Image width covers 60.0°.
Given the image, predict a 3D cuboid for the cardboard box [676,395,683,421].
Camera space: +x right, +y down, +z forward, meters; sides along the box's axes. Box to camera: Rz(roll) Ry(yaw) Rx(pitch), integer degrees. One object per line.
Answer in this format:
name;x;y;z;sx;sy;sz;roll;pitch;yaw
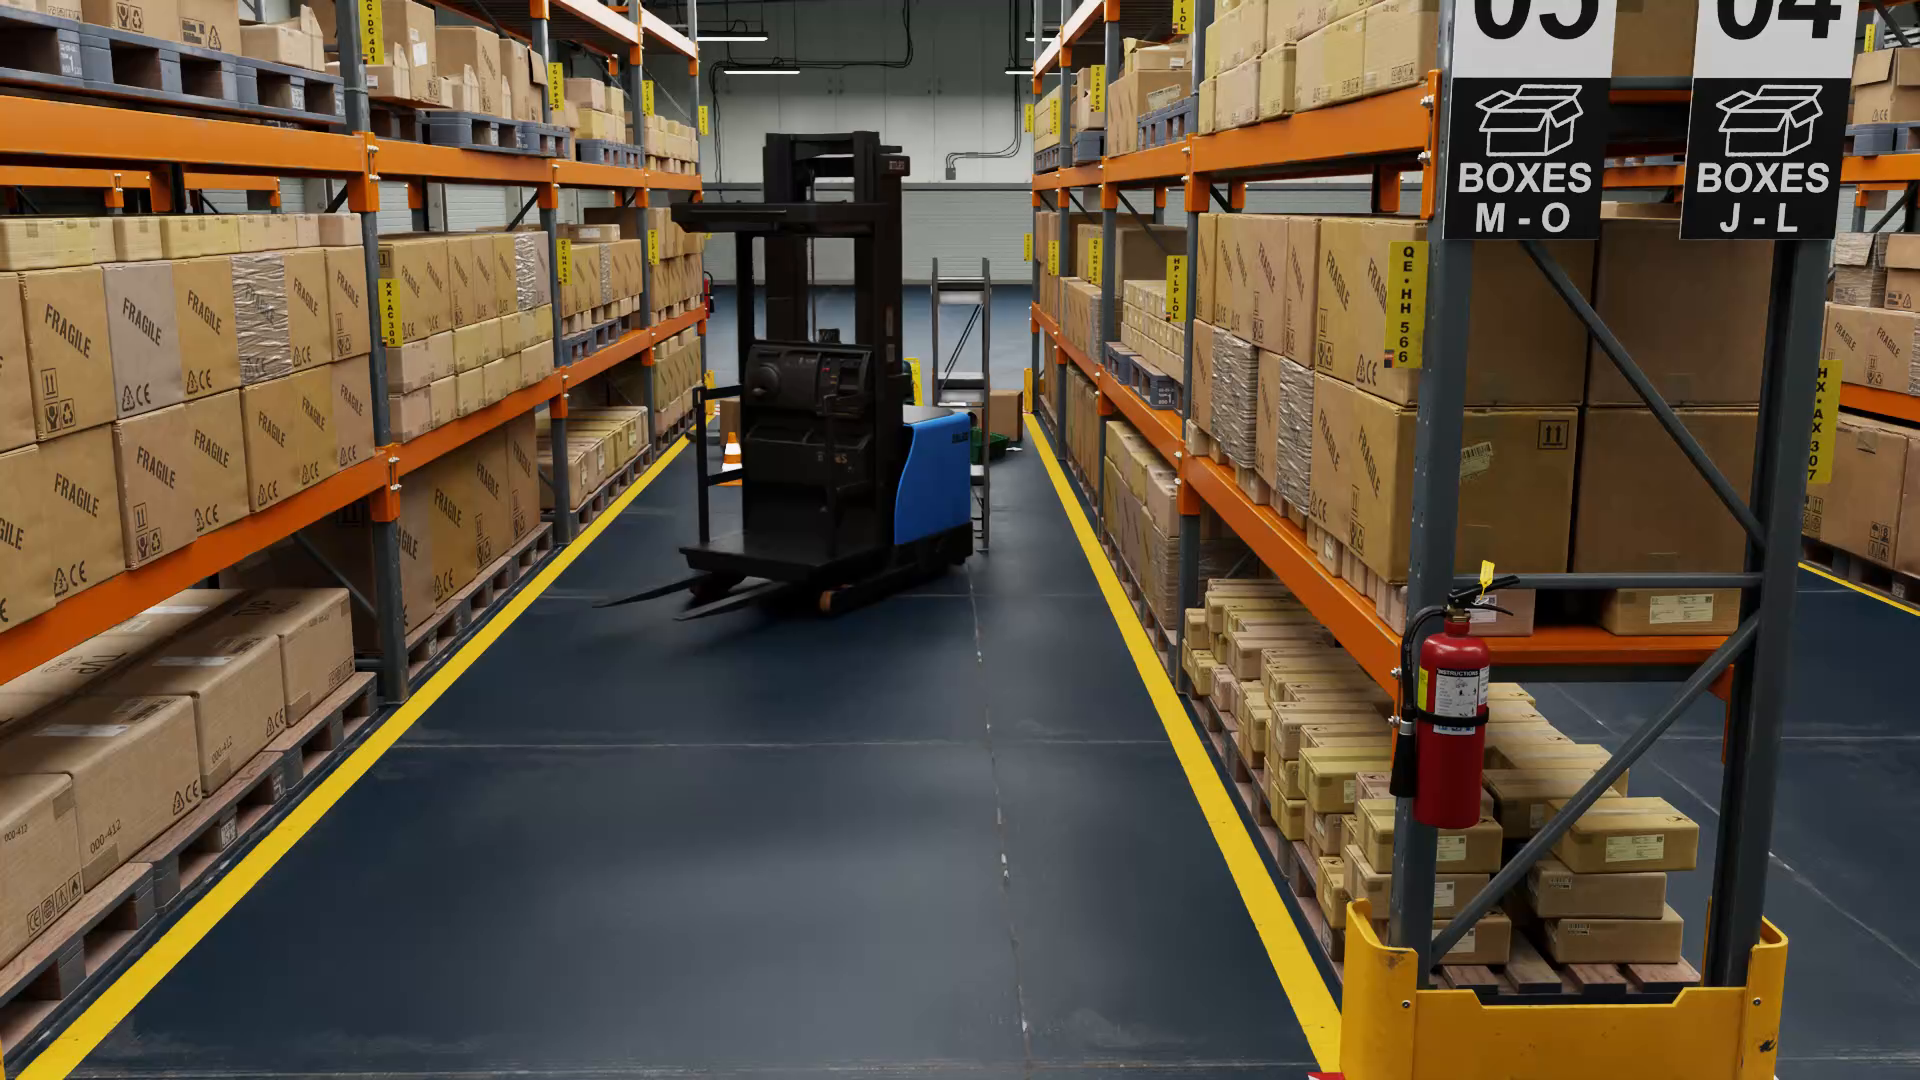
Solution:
cardboard box;-3.264;-1.416;17.856;0.500;0.250;0.500;0;11;-2

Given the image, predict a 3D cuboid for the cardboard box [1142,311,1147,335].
cardboard box;1.379;-1.398;10.736;0.380;0.149;0.250;0;11;-1

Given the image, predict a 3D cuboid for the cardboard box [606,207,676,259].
cardboard box;-3.267;-3.103;16.796;0.700;0.500;0.500;0;11;-1

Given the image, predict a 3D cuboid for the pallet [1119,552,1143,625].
pallet;1.580;0.290;10.597;1.003;0.211;1.213;0;11;-1

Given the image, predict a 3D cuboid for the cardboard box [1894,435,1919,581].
cardboard box;6.534;-0.148;10.032;1.225;0.875;0.875;-1;11;-3

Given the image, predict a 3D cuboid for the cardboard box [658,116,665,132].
cardboard box;-3.176;-4.186;16.732;0.380;0.149;0.250;0;11;-2

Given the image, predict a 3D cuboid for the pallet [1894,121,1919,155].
pallet;6.597;-2.501;10.274;1.003;0.211;1.213;0;11;1

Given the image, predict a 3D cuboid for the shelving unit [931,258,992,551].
shelving unit;0.003;-0.996;12.188;0.431;2.100;0.503;0;11;-1

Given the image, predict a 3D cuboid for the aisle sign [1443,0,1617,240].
aisle sign;1.410;-1.142;4.103;0.394;0.787;0.004;0;11;-1

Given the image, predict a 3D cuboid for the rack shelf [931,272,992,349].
rack shelf;0.003;-1.669;12.052;0.431;0.518;0.480;0;11;-1

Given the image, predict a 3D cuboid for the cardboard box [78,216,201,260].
cardboard box;-2.959;-1.080;5.940;0.380;0.149;0.250;-1;11;-3

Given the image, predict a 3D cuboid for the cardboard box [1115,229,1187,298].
cardboard box;1.544;-2.102;12.609;0.700;0.500;0.500;0;11;-1

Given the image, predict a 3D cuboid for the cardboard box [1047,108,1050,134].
cardboard box;1.175;-4.363;17.295;0.500;0.250;0.500;0;11;-2

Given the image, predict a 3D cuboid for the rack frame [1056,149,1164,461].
rack frame;1.461;-2.269;16.197;1.000;3.000;0.127;0;11;-1

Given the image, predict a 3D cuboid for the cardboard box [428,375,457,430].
cardboard box;-3.078;-0.756;9.118;0.500;0.250;0.500;-1;11;-3

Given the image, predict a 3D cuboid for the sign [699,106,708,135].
sign;-3.014;-4.926;19.523;0.100;0.325;0.005;0;11;-1

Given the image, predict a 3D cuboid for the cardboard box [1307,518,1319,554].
cardboard box;1.427;-0.026;5.776;0.380;0.149;0.250;-1;11;-4

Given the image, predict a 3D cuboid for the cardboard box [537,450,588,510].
cardboard box;-3.405;-0.463;12.852;0.950;0.372;0.625;-1;12;-5

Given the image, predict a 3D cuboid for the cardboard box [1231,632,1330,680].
cardboard box;1.379;0.498;7.175;0.380;0.149;0.250;0;11;0

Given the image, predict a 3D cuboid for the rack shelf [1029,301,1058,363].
rack shelf;1.419;-2.314;18.228;1.077;0.370;4.000;0;11;-1

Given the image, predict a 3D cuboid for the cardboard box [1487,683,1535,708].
cardboard box;1.990;0.649;6.431;0.380;0.149;0.250;0;11;0

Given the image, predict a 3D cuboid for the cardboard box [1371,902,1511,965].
cardboard box;1.489;1.204;5.193;0.380;0.149;0.250;0;11;0

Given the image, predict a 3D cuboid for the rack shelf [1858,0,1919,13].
rack shelf;6.463;-4.263;13.754;1.077;0.370;4.000;0;11;-1

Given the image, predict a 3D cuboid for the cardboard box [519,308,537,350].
cardboard box;-3.125;-1.407;11.072;0.500;0.250;0.500;-1;11;-3

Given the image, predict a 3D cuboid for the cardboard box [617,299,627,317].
cardboard box;-3.162;-2.056;14.723;0.380;0.149;0.250;0;11;-1

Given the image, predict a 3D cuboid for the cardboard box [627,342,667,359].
cardboard box;-3.171;-1.915;16.798;0.380;0.149;0.250;0;11;0

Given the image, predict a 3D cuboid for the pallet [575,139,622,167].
pallet;-3.556;-3.277;14.095;1.213;0.211;1.003;0;11;-1

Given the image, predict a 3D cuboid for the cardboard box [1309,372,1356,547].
cardboard box;1.436;-0.269;5.340;0.500;0.500;0.500;0;11;-2

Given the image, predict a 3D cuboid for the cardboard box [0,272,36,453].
cardboard box;-2.963;-0.478;4.607;0.500;0.500;0.500;0;11;-2

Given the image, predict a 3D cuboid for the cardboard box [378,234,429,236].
cardboard box;-3.623;-1.672;10.488;0.500;0.500;0.500;0;11;0

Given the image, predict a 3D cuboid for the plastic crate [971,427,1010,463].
plastic crate;0.147;-0.948;16.615;0.450;0.188;0.662;17;18;26

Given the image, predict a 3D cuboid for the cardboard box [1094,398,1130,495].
cardboard box;1.621;-0.698;13.058;1.050;0.750;0.750;0;11;-2

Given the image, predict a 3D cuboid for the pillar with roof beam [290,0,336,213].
pillar with roof beam;-5.238;-7.011;24.482;9.100;9.000;0.400;0;11;-1

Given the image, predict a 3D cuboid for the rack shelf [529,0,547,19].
rack shelf;-3.362;-3.427;9.634;1.077;0.370;4.000;0;11;-1

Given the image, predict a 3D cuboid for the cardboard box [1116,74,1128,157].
cardboard box;1.306;-2.779;10.915;0.500;0.500;0.500;0;11;-1

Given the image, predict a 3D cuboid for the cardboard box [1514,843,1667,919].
cardboard box;1.954;1.057;5.170;0.380;0.149;0.250;0;11;1

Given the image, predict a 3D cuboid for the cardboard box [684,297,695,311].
cardboard box;-3.212;-2.675;18.831;0.380;0.149;0.250;0;11;0

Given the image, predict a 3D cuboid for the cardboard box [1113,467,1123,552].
cardboard box;1.317;-0.213;11.294;0.500;0.500;0.500;0;11;0

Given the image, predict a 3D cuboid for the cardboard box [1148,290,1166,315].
cardboard box;1.388;-1.494;10.458;0.380;0.149;0.250;0;11;1

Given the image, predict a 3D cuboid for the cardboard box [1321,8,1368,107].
cardboard box;1.417;-1.471;5.096;0.500;0.250;0.500;0;11;-1

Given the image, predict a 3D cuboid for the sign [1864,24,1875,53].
sign;10.741;-5.921;19.636;0.100;0.325;0.005;0;11;-1

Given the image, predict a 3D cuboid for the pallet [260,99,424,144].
pallet;-3.389;-2.196;8.778;0.805;0.209;1.217;-1;11;-3

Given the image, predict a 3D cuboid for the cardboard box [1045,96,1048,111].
cardboard box;1.103;-4.634;17.633;0.380;0.149;0.250;0;11;0

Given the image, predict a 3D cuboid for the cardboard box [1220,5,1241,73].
cardboard box;1.401;-2.124;7.061;0.500;0.250;0.500;0;11;-1

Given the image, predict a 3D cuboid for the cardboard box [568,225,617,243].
cardboard box;-3.195;-2.665;14.461;0.380;0.149;0.250;-1;11;-4

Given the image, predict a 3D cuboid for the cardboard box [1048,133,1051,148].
cardboard box;1.112;-4.143;17.218;0.380;0.149;0.250;0;11;0

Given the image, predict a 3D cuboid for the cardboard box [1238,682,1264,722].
cardboard box;1.376;0.698;6.942;0.380;0.149;0.250;0;11;-2

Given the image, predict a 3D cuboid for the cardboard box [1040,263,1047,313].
cardboard box;1.350;-2.843;18.649;0.875;0.550;0.550;0;11;-1

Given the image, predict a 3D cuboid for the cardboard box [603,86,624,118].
cardboard box;-3.347;-3.961;15.058;0.500;0.250;0.500;0;11;0

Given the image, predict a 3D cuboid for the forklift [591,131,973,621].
forklift;-1.082;-1.068;10.450;1.130;2.935;3.031;7;13;29

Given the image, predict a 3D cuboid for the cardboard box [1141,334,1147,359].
cardboard box;1.377;-1.253;10.766;0.380;0.149;0.250;0;11;1

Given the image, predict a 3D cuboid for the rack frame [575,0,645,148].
rack frame;-3.486;-5.168;15.402;1.000;3.000;0.127;0;11;-1

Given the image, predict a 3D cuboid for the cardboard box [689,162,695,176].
cardboard box;-3.244;-4.251;19.057;0.380;0.149;0.250;0;11;-1

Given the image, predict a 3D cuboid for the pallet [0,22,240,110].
pallet;-3.292;-1.660;5.876;1.003;0.211;1.213;0;11;-1

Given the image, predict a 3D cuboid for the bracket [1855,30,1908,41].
bracket;21.286;-11.868;39.374;0.076;0.066;4.783;0;11;-1
